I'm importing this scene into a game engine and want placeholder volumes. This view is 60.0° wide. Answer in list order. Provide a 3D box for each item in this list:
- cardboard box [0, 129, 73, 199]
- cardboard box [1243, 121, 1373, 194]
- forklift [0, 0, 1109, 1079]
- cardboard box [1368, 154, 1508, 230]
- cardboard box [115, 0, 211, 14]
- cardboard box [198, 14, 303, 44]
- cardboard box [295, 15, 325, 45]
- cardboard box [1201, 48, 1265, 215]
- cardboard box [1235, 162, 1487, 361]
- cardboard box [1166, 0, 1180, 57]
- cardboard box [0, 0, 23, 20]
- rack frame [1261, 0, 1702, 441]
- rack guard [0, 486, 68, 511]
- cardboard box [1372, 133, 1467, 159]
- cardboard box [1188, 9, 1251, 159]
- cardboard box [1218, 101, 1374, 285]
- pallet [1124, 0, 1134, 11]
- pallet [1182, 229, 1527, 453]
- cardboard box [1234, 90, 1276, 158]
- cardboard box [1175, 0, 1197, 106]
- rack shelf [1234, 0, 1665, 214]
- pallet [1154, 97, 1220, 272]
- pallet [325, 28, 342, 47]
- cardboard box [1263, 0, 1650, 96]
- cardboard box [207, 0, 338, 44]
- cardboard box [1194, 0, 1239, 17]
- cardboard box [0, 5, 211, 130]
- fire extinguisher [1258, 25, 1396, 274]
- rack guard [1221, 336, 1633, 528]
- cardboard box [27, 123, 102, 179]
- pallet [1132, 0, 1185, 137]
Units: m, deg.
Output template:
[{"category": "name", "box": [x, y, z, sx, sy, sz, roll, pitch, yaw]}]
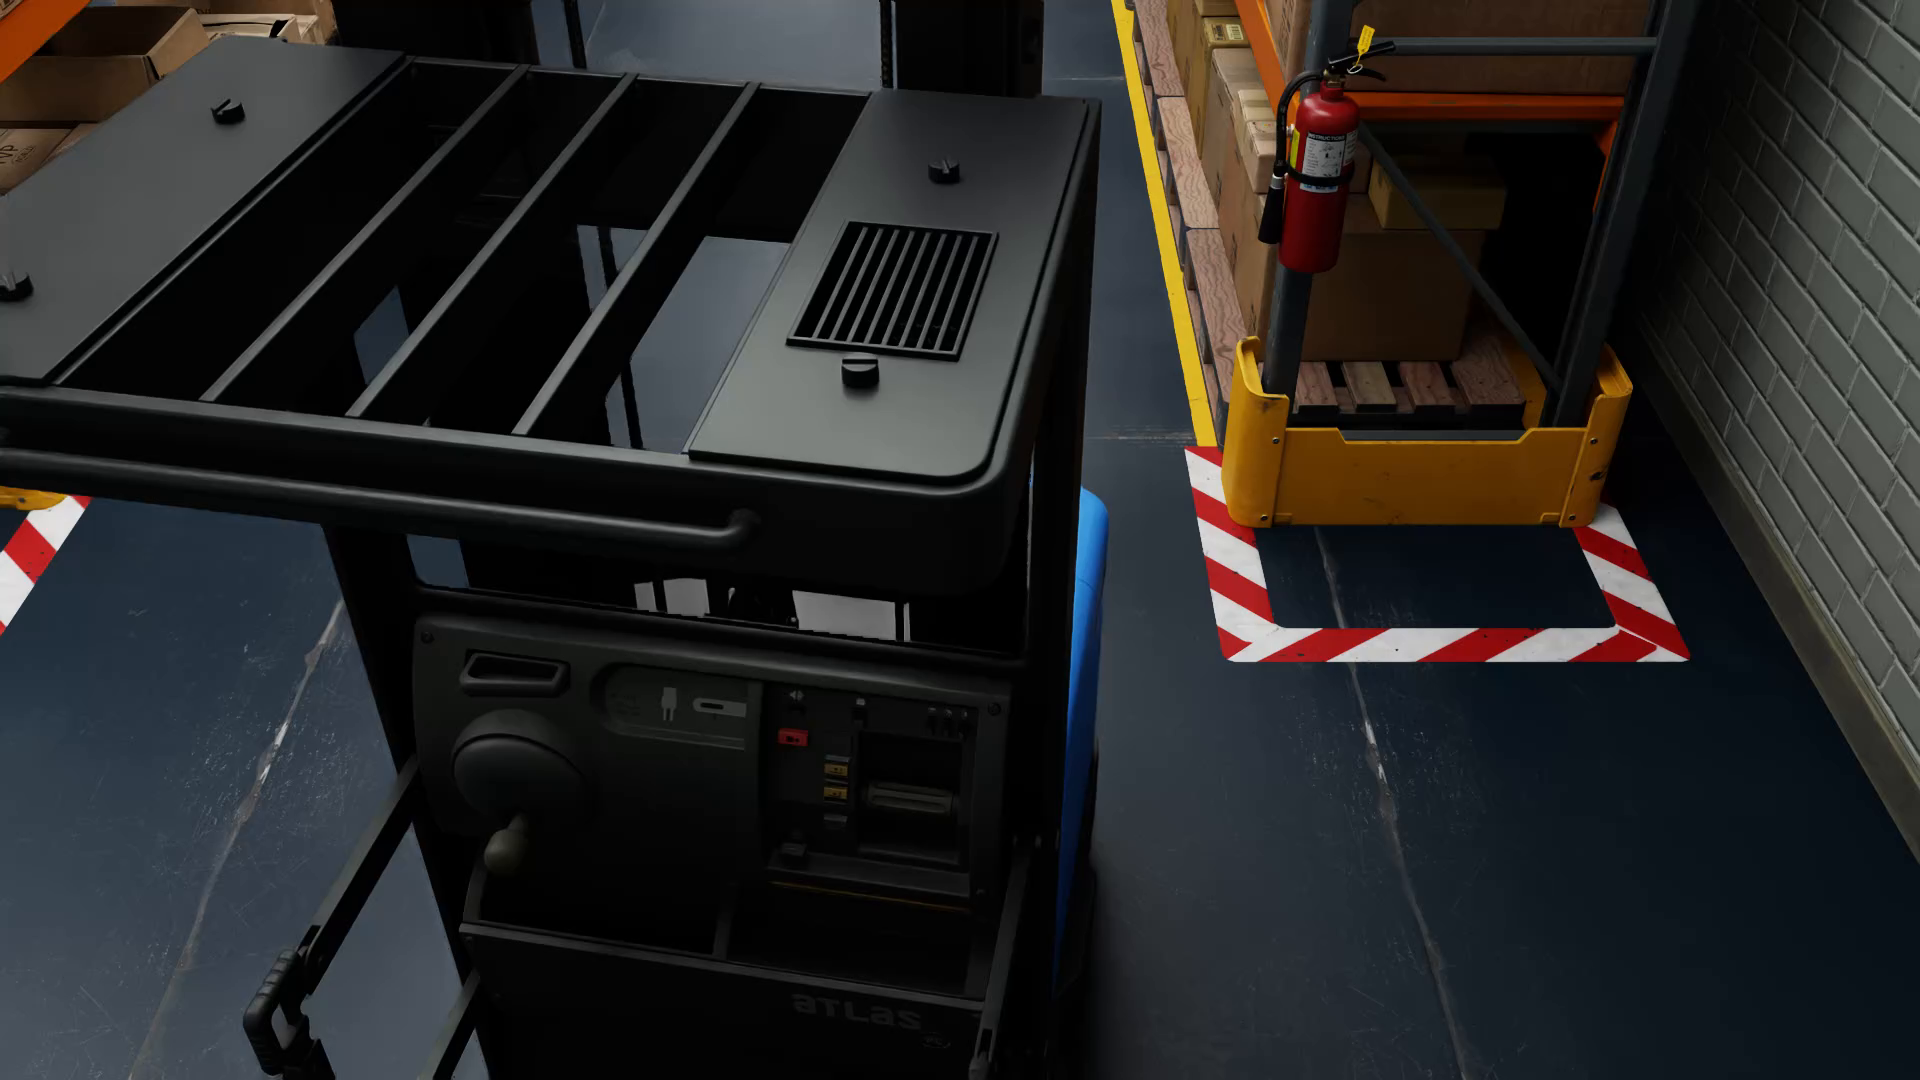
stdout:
[{"category": "cardboard box", "box": [-3.721, -1.359, 6.394, 0.500, 0.250, 0.500, 0, 39, 0]}, {"category": "cardboard box", "box": [1.168, -1.292, 5.607, 0.380, 0.149, 0.250, 0, 39, -1]}, {"category": "forklift", "box": [-0.424, 0.426, 2.375, 1.130, 2.935, 3.031, 6, 39, 8]}, {"category": "cardboard box", "box": [1.550, -1.133, 5.410, 0.380, 0.149, 0.250, 0, 39, 0]}, {"category": "cardboard box", "box": [-3.723, -2.688, 8.003, 0.500, 0.311, 0.500, 0, 39, 0]}, {"category": "cardboard box", "box": [-3.222, -2.125, 7.301, 0.500, 0.311, 0.500, 0, 39, 0]}, {"category": "cardboard box", "box": [-3.162, -2.296, 7.645, 0.380, 0.149, 0.250, 0, 39, 0]}, {"category": "cardboard box", "box": [1.348, -1.586, 6.493, 0.700, 0.500, 0.500, -1, 39, -2]}, {"category": "cardboard box", "box": [1.350, -0.958, 5.710, 0.700, 0.500, 0.500, 0, 39, 0]}, {"category": "cardboard box", "box": [1.345, -2.554, 7.702, 0.700, 0.500, 0.500, 0, 39, 1]}, {"category": "cardboard box", "box": [-3.245, -1.966, 5.224, 0.500, 0.500, 0.500, 0, 39, 0]}, {"category": "rack frame", "box": [1.451, -1.332, 4.514, 1.000, 3.000, 0.127, 0, 39, 0]}, {"category": "rack guard", "box": [-3.503, -0.398, 5.347, 1.175, 0.500, 0.348, 0, 39, 0]}, {"category": "cardboard box", "box": [1.549, -1.450, 5.805, 0.380, 0.149, 0.250, 0, 39, 0]}, {"category": "cardboard box", "box": [1.340, -1.919, 6.909, 0.700, 0.500, 0.500, 1, 39, 1]}, {"category": "cardboard box", "box": [1.350, -1.271, 6.101, 0.700, 0.500, 0.500, 0, 39, 0]}, {"category": "pallet", "box": [1.370, -3.228, 9.109, 1.003, 0.211, 1.213, 0, 39, 0]}, {"category": "pallet", "box": [1.372, -0.744, 6.010, 1.003, 0.211, 1.213, 0, 39, 0]}, {"category": "cardboard box", "box": [1.167, -1.451, 5.807, 0.380, 0.149, 0.250, 1, 39, 1]}, {"category": "cardboard box", "box": [1.342, -2.240, 7.310, 0.700, 0.500, 0.500, 0, 39, -1]}, {"category": "rack shelf", "box": [1.449, -2.302, 6.299, 1.077, 0.370, 4.000, 0, 39, 0]}, {"category": "pallet", "box": [1.373, -1.505, 6.959, 1.003, 0.211, 1.213, 0, 39, 0]}, {"category": "pallet", "box": [-3.507, -2.310, 7.964, 1.003, 0.211, 1.213, 0, 39, 0]}, {"category": "cardboard box", "box": [1.440, -1.768, 4.818, 0.980, 0.700, 0.700, 2, 39, 2]}, {"category": "cardboard box", "box": [-3.223, -2.668, 7.828, 0.500, 0.500, 0.500, 0, 39, 0]}, {"category": "cardboard box", "box": [1.163, -2.267, 6.824, 0.380, 0.149, 0.250, -1, 39, -1]}, {"category": "cardboard box", "box": [-3.500, -1.850, 6.805, 0.797, 0.503, 0.637, 0, 39, 0]}, {"category": "fire extinguisher", "box": [0.990, -1.062, 4.536, 0.296, 0.674, 0.183, 0, 39, 0]}, {"category": "rack guard", "box": [1.451, -0.342, 5.277, 1.175, 0.500, 0.348, 0, 39, 0]}, {"category": "cardboard box", "box": [-3.221, -1.391, 6.434, 0.500, 0.250, 0.500, 0, 39, 0]}, {"category": "pallet", "box": [1.369, -2.270, 7.914, 1.003, 0.211, 1.213, 0, 39, 0]}]
